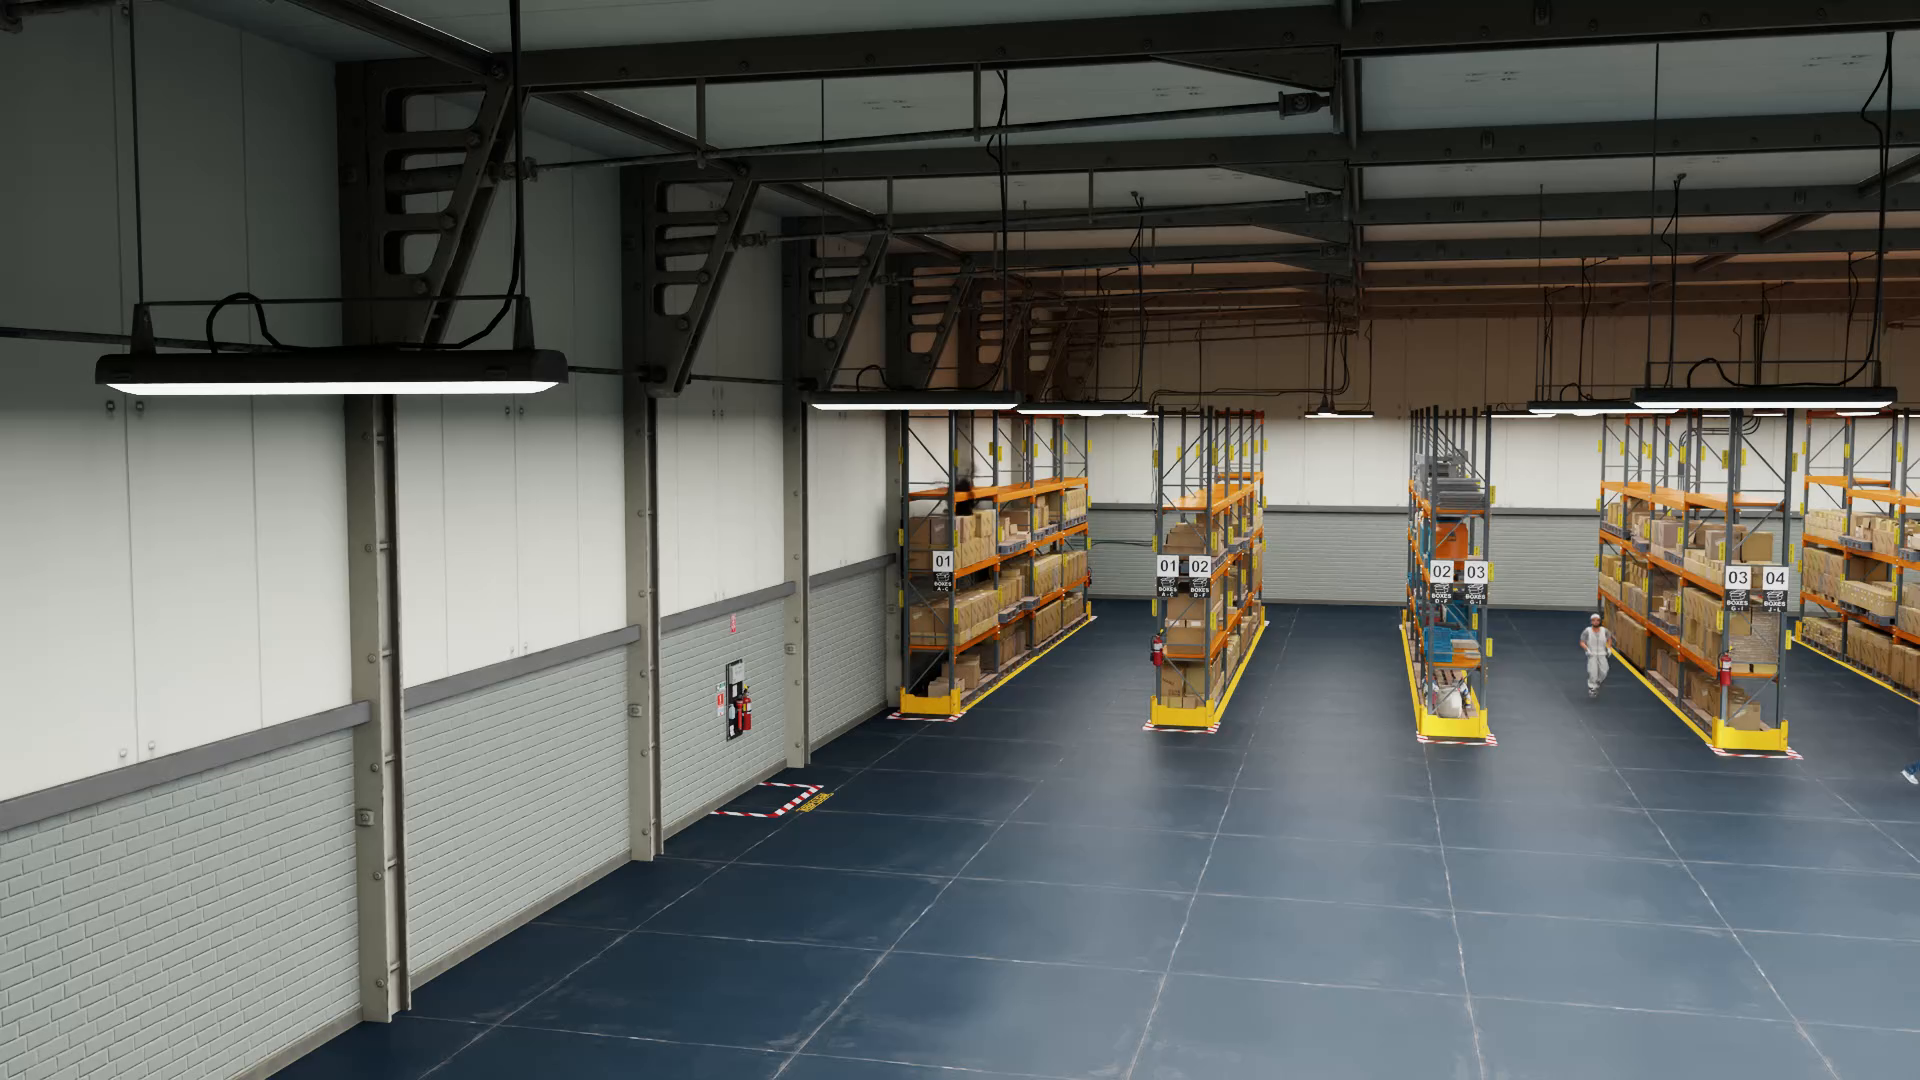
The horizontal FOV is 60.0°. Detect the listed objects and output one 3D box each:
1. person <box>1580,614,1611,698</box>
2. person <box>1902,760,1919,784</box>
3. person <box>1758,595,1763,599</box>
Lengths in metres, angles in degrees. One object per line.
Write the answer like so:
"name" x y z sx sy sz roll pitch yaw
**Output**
"person" 13.095 2.393 34.201 0.643 1.744 0.552 1 4 10
"person" 15.005 3.087 25.573 0.551 1.605 0.876 -3 5 -40
"person" 20.075 1.914 41.235 0.677 1.723 0.920 1 4 11
